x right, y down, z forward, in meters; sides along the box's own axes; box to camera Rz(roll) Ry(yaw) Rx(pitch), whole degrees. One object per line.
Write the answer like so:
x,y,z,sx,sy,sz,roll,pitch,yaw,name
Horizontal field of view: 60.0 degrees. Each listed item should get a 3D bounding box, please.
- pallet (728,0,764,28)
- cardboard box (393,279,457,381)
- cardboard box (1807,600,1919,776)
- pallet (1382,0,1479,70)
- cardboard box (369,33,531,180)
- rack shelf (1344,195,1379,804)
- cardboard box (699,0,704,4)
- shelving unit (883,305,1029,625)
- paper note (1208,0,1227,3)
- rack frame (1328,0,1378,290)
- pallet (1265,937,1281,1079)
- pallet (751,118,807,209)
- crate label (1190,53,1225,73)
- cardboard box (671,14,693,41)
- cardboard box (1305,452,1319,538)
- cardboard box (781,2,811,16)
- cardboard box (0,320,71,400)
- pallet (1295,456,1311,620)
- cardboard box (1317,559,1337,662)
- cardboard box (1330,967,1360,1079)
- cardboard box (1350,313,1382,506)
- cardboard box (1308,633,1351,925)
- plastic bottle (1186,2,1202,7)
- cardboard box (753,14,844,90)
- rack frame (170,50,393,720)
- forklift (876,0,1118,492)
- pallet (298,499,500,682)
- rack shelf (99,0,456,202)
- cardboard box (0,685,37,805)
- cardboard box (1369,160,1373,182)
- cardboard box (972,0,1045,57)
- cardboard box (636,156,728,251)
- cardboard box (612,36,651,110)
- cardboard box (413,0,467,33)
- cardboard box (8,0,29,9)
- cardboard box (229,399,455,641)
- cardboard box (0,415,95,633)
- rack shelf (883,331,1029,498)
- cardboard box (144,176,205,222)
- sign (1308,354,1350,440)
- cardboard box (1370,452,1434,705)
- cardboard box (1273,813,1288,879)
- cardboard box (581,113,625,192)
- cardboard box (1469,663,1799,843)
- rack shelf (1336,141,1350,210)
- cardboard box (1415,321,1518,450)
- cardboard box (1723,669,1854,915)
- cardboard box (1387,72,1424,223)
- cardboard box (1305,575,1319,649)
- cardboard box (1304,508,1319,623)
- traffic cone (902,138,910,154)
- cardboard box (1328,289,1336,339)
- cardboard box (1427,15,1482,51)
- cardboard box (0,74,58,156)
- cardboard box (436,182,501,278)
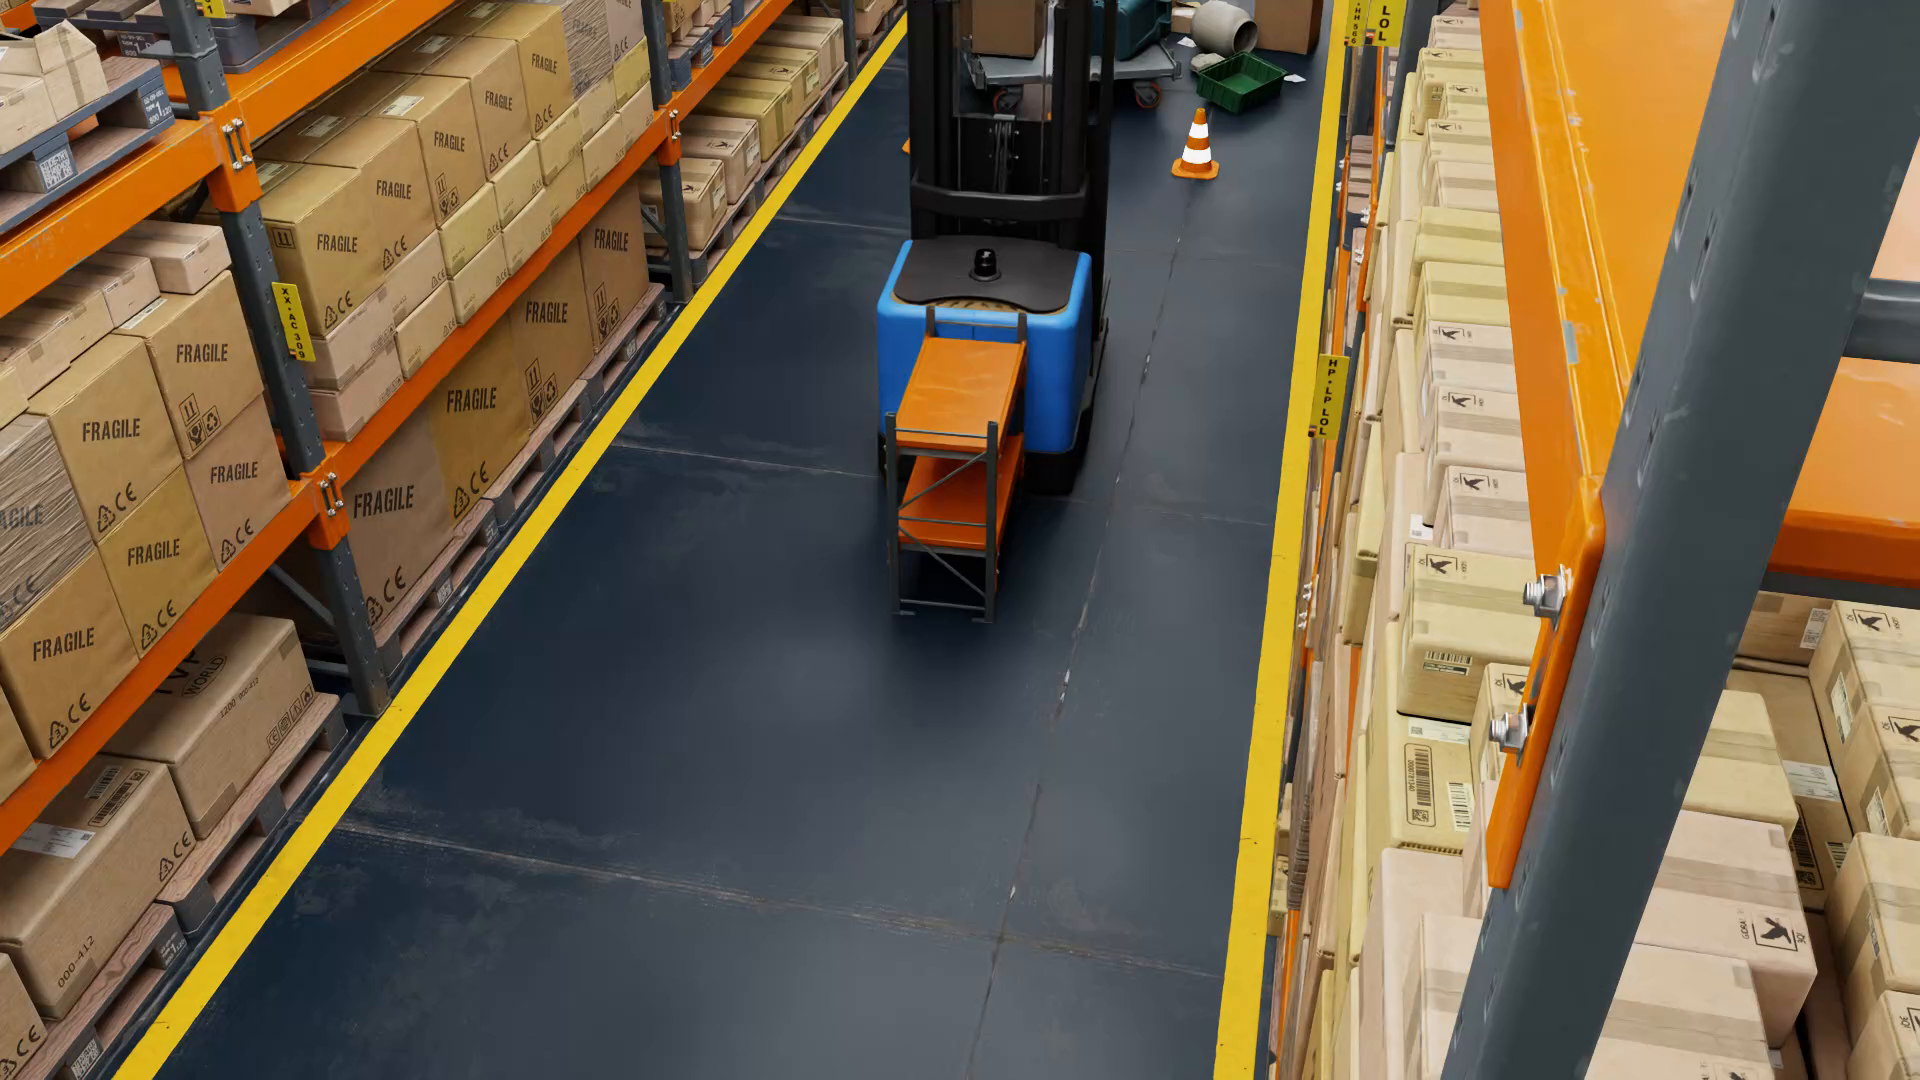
-1.827,-3.865,11.460,1.003,0.211,1.213,7,37,10,pallet
-2.603,-0.964,7.423,0.500,0.250,0.500,6,36,9,cardboard box
1.484,0.242,2.436,0.380,0.149,0.250,8,37,11,cardboard box
2.248,-2.021,6.356,1.213,0.211,1.003,7,37,10,pallet
-2.394,-2.050,7.856,0.500,0.500,0.500,7,36,9,cardboard box
1.366,0.277,3.639,1.077,0.370,4.000,7,37,10,rack shelf
-1.783,-3.662,10.320,0.500,0.500,0.500,9,37,12,cardboard box
-0.002,-0.377,8.081,0.538,1.125,1.048,5,36,7,shelving unit
2.372,-4.961,15.341,0.144,0.017,0.142,20,41,26,paper note
2.648,-2.240,9.054,1.000,3.000,0.127,7,37,10,rack frame
1.684,1.572,6.171,1.003,0.211,1.213,7,37,10,pallet
-1.779,-2.818,12.229,1.003,0.211,1.213,7,37,10,pallet
2.079,-3.958,13.865,0.298,0.136,0.250,-17,39,-22,crate label
-1.866,-3.192,10.224,0.380,0.149,0.250,5,36,7,cardboard box
1.929,-0.148,7.941,0.500,0.500,0.500,7,36,9,cardboard box
-1.492,-4.525,14.193,0.500,0.250,0.500,9,37,12,cardboard box
-3.081,-0.574,5.266,0.380,0.149,0.250,7,37,10,cardboard box
2.216,0.034,8.293,1.003,0.211,1.213,7,37,10,pallet
1.343,0.429,5.033,0.500,0.500,0.500,7,37,10,cardboard box
0.778,0.899,2.296,0.500,0.250,0.500,7,36,9,cardboard box
1.208,-0.284,3.927,0.500,0.250,0.500,9,37,12,cardboard box
1.114,0.594,3.954,0.500,0.500,0.500,6,36,8,cardboard box
2.146,-4.818,15.116,0.133,0.061,0.283,-5,36,-6,plastic bottle
-1.465,-3.901,13.227,0.950,0.372,0.625,8,37,11,cardboard box
-3.064,-0.509,6.667,1.000,3.000,0.127,7,37,10,rack frame
0.308,-2.299,9.195,1.130,2.935,3.031,5,36,7,forklift
-2.973,0.168,8.108,1.003,0.211,1.213,7,37,10,pallet
-2.637,-2.579,7.579,1.077,0.370,4.000,7,37,10,rack shelf
-3.238,0.632,5.007,0.500,0.500,0.500,8,37,12,cardboard box
2.297,-1.923,8.474,0.380,0.149,0.250,9,37,12,cardboard box
0.390,-4.184,13.222,0.500,0.500,0.500,7,37,10,cardboard box
-2.079,-2.231,10.924,0.950,0.372,0.625,5,36,7,cardboard box
-2.065,-2.635,9.301,0.500,0.250,0.500,7,37,10,cardboard box
-2.776,-2.415,8.359,0.500,0.500,0.500,8,37,11,cardboard box
-6.614,-3.873,11.436,0.500,0.250,0.500,7,36,9,cardboard box
-3.010,-0.184,7.671,0.875,0.875,0.875,8,37,11,cardboard box
-3.111,-0.066,5.119,0.500,0.500,0.500,8,37,11,cardboard box
-0.002,-0.614,7.909,0.538,0.278,1.000,5,36,7,rack shelf
-3.214,-1.242,6.741,0.500,0.500,0.500,8,37,11,cardboard box
1.250,-0.483,5.644,0.100,0.325,0.005,7,37,10,sign
1.009,0.108,2.961,0.500,0.250,0.500,8,37,11,cardboard box
1.402,1.206,6.371,0.380,0.149,0.250,6,36,8,cardboard box
-2.158,-2.124,9.023,0.500,0.250,0.500,8,37,11,cardboard box
0.925,0.325,2.322,0.380,0.149,0.250,6,36,9,cardboard box
3.075,-3.095,10.848,1.077,0.370,4.000,7,37,10,rack shelf
1.073,-0.278,3.154,0.380,0.149,0.250,6,36,9,cardboard box
1.397,0.472,2.459,0.500,0.250,0.500,7,36,9,cardboard box
1.456,-1.057,4.568,0.500,0.250,0.500,8,37,11,cardboard box
1.413,0.276,5.797,0.380,0.149,0.250,9,37,12,cardboard box
1.705,0.133,6.914,0.500,0.250,0.500,6,36,9,cardboard box
-0.253,-3.182,12.516,0.336,0.463,0.334,7,37,10,traffic cone
2.156,-1.046,8.540,0.500,0.250,0.500,7,37,9,cardboard box
1.494,-1.328,4.602,0.380,0.149,0.250,7,36,9,cardboard box
-2.944,-1.275,4.938,0.380,0.149,0.250,8,37,11,cardboard box
-2.477,-1.456,7.675,0.500,0.250,0.500,8,37,11,cardboard box
